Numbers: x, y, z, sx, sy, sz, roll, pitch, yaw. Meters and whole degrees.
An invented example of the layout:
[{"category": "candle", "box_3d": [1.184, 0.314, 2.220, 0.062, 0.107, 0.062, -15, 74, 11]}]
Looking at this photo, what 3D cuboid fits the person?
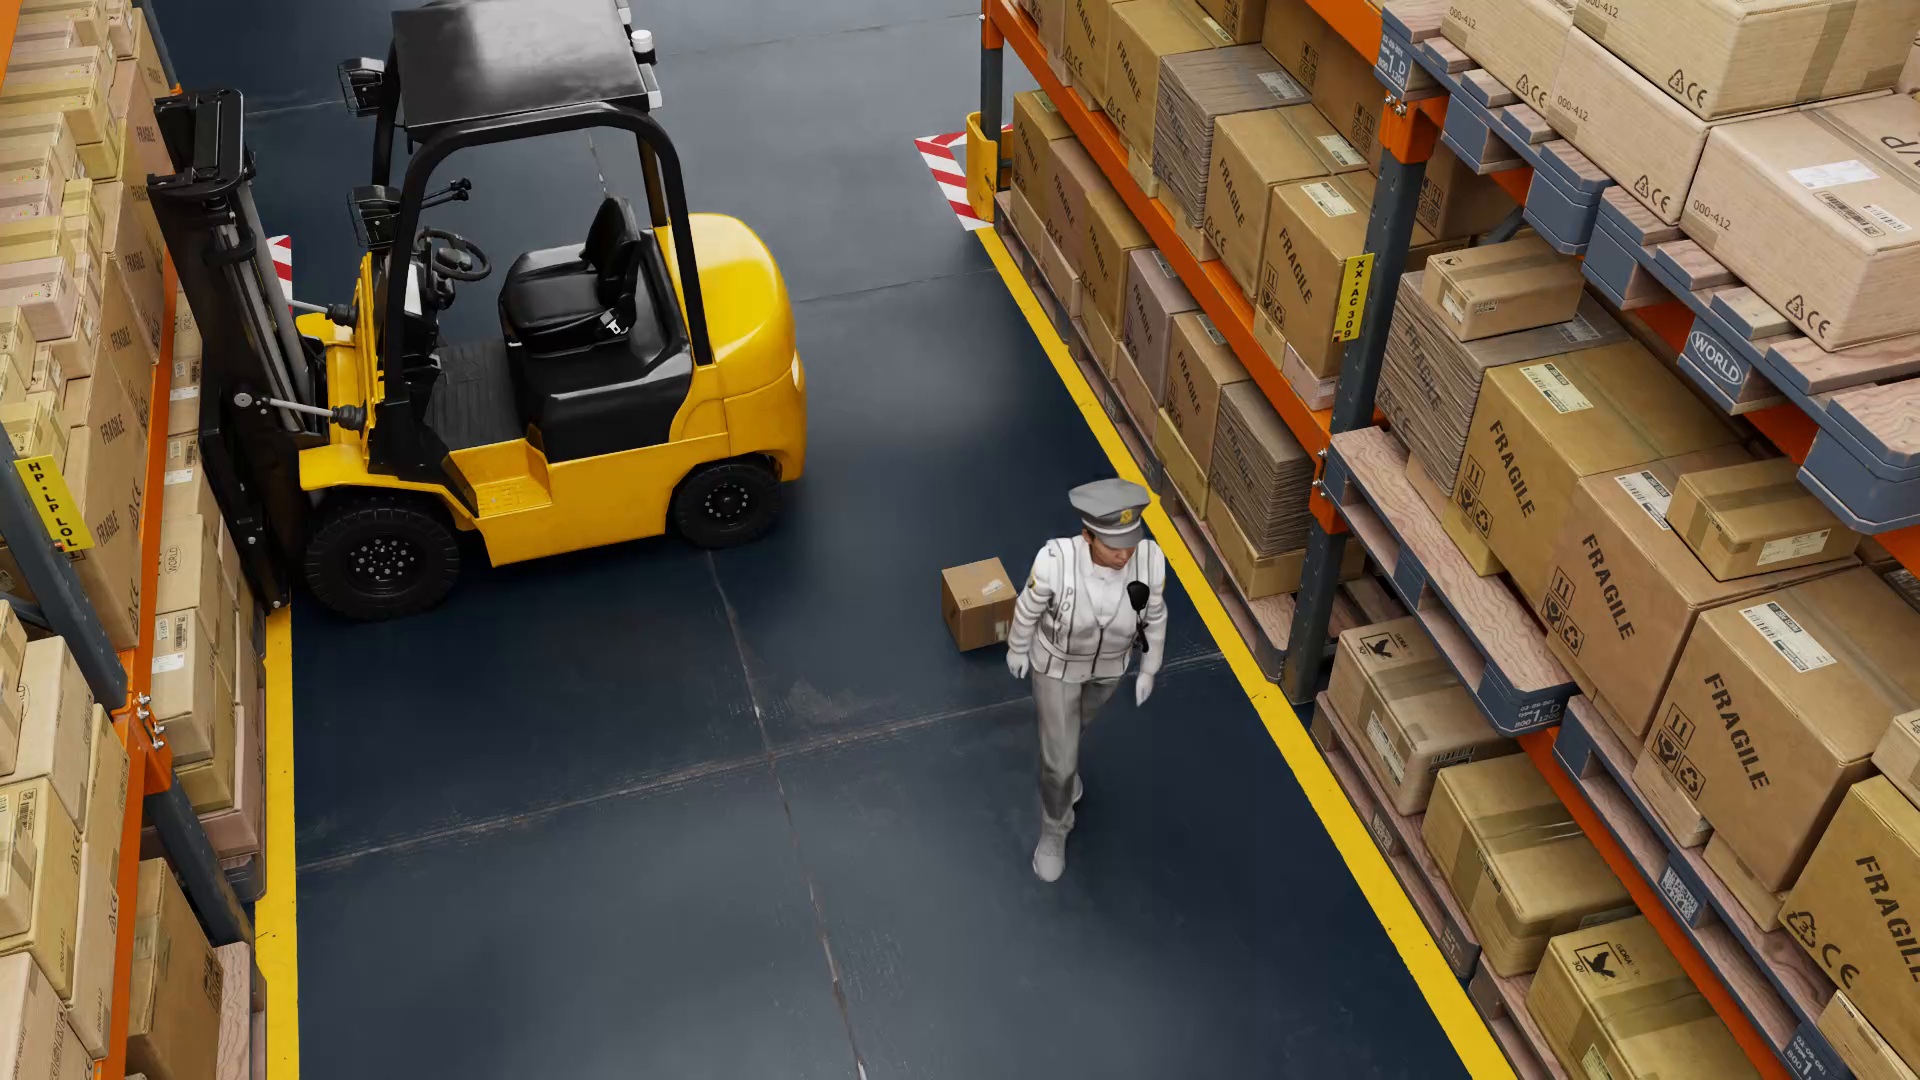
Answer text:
[{"category": "person", "box_3d": [0.435, 0.418, 5.711, 0.508, 1.715, 0.571, -10, 43, -11]}]
